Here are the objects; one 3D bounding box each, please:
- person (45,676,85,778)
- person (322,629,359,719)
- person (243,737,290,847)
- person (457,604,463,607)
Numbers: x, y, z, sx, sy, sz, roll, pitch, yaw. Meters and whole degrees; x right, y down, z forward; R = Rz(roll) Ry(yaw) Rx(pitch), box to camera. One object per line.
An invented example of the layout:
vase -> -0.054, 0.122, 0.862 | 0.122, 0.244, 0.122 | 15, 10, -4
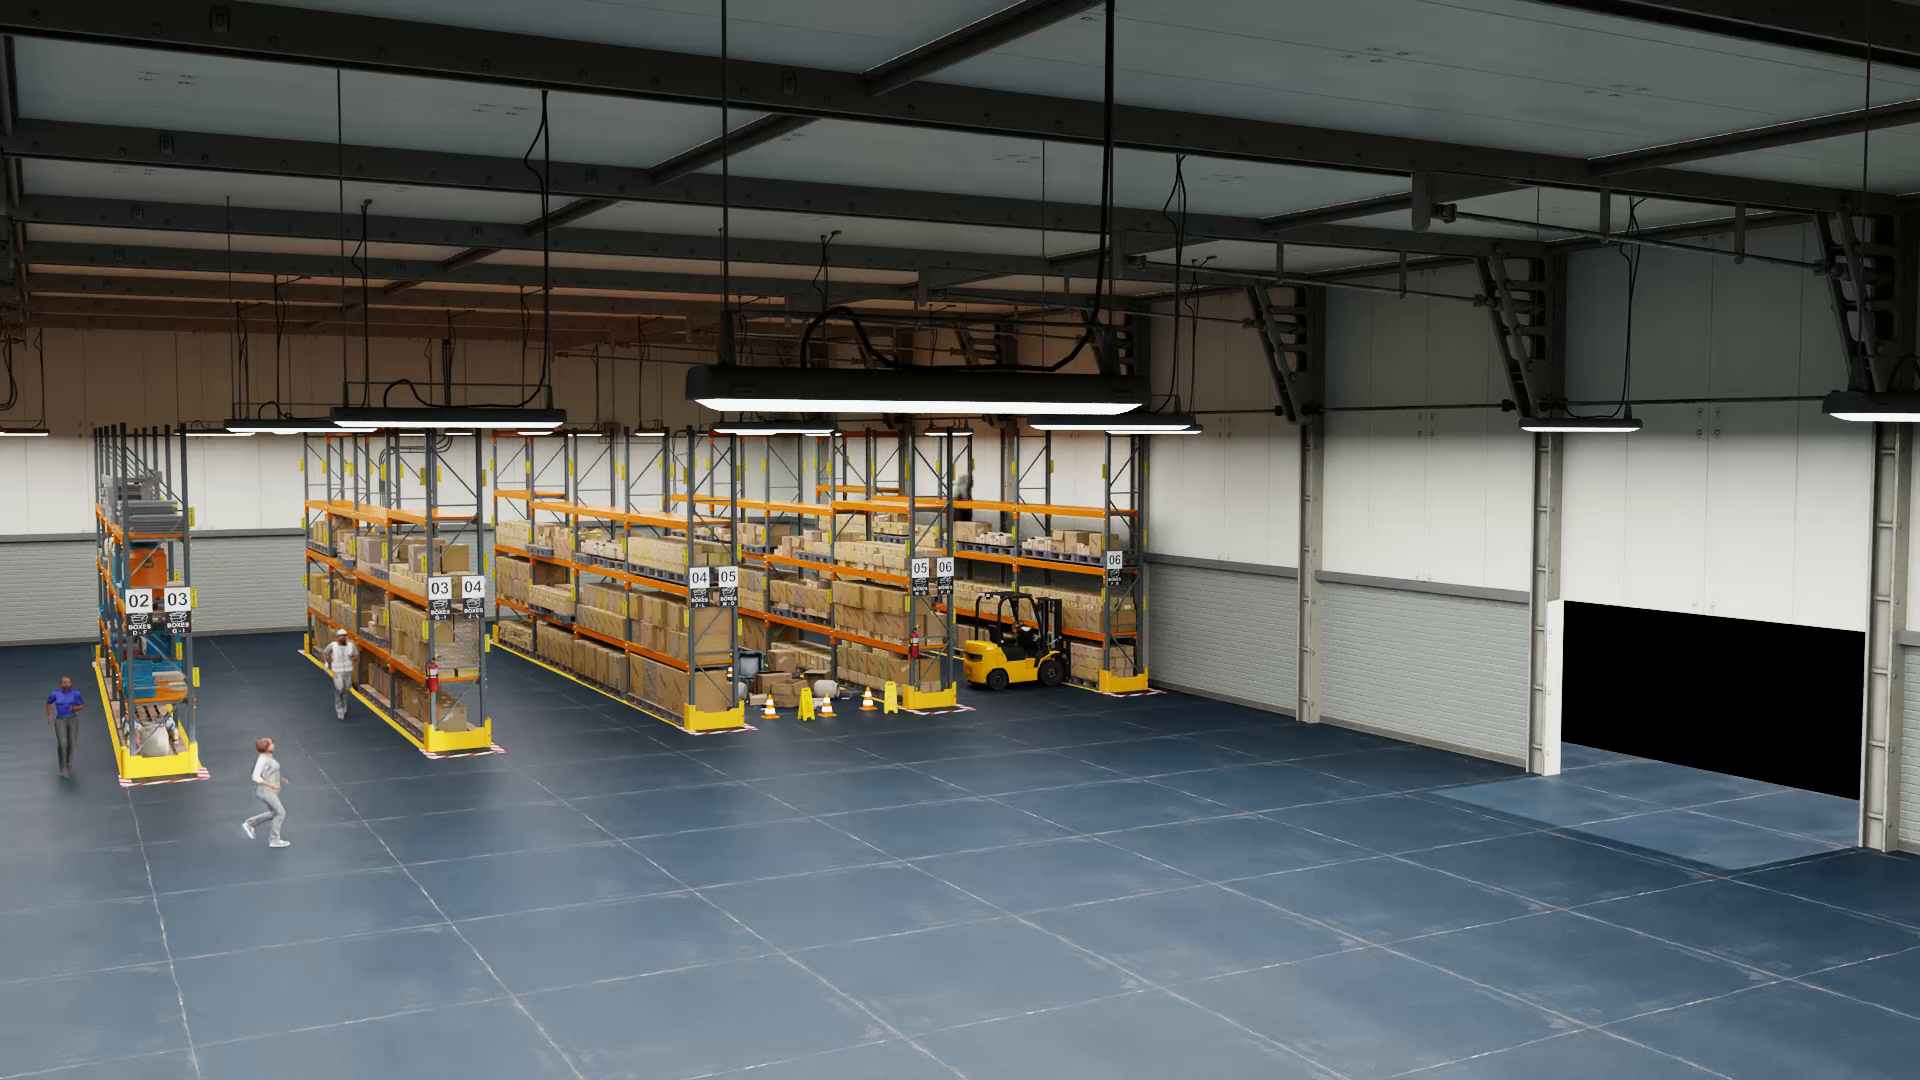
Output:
person -> -15.281, 3.181, 28.430 | 0.546, 1.706, 0.770 | -3, 4, -38
person -> -12.743, 2.754, 34.306 | 0.661, 1.846, 0.785 | -3, 4, -36
person -> -9.734, 3.535, 23.277 | 0.637, 1.547, 0.540 | -1, 4, -11
person -> -13.889, 2.076, 45.731 | 0.670, 1.807, 0.897 | -1, 4, -15
